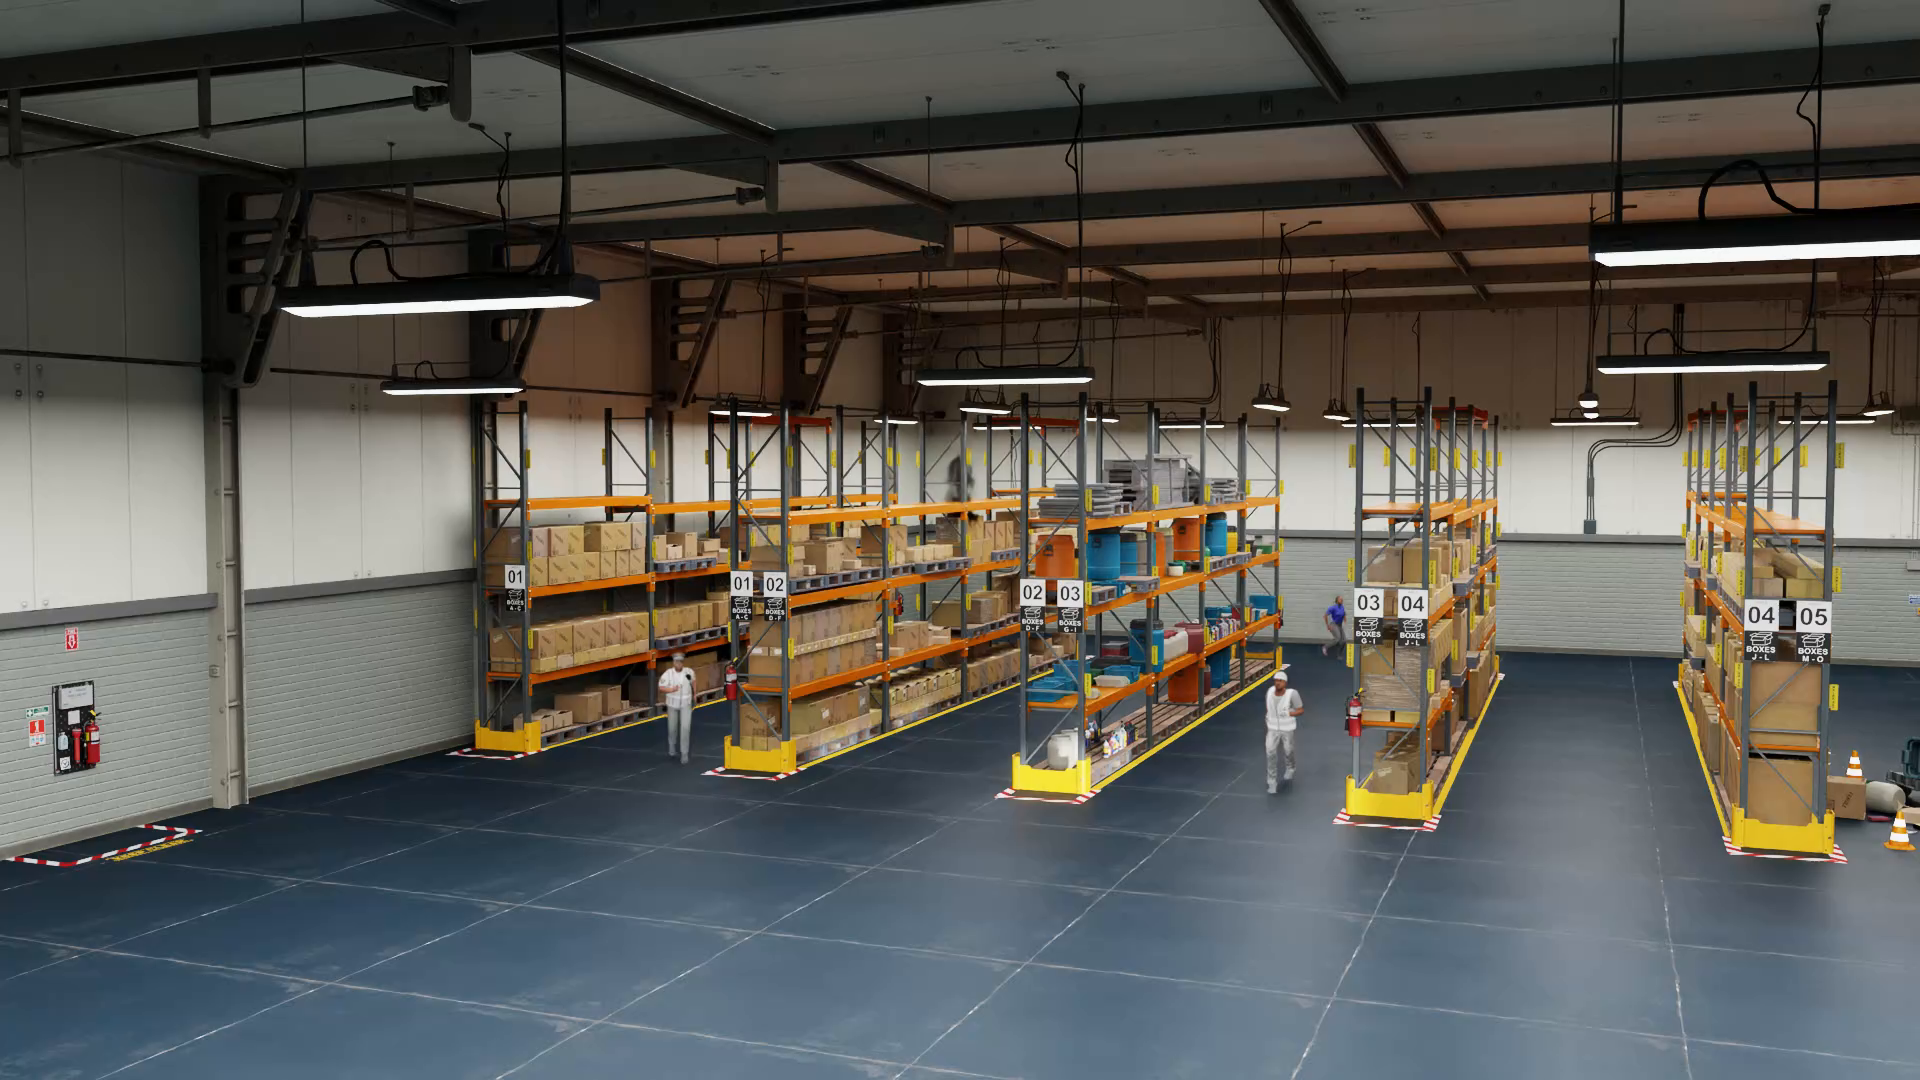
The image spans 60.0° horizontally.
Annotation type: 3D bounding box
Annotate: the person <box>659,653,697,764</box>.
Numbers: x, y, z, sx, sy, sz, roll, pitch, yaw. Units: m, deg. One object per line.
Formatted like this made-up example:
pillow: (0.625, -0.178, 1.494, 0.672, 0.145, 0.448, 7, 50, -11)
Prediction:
person: (-4.675, 2.749, 27.606, 0.650, 1.795, 0.959, -1, 3, -16)

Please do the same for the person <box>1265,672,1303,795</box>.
person: (4.908, 2.903, 25.194, 0.631, 1.843, 0.975, 1, 3, 23)

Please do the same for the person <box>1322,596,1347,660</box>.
person: (9.410, 2.203, 41.581, 0.706, 1.622, 0.506, -3, 4, -44)
